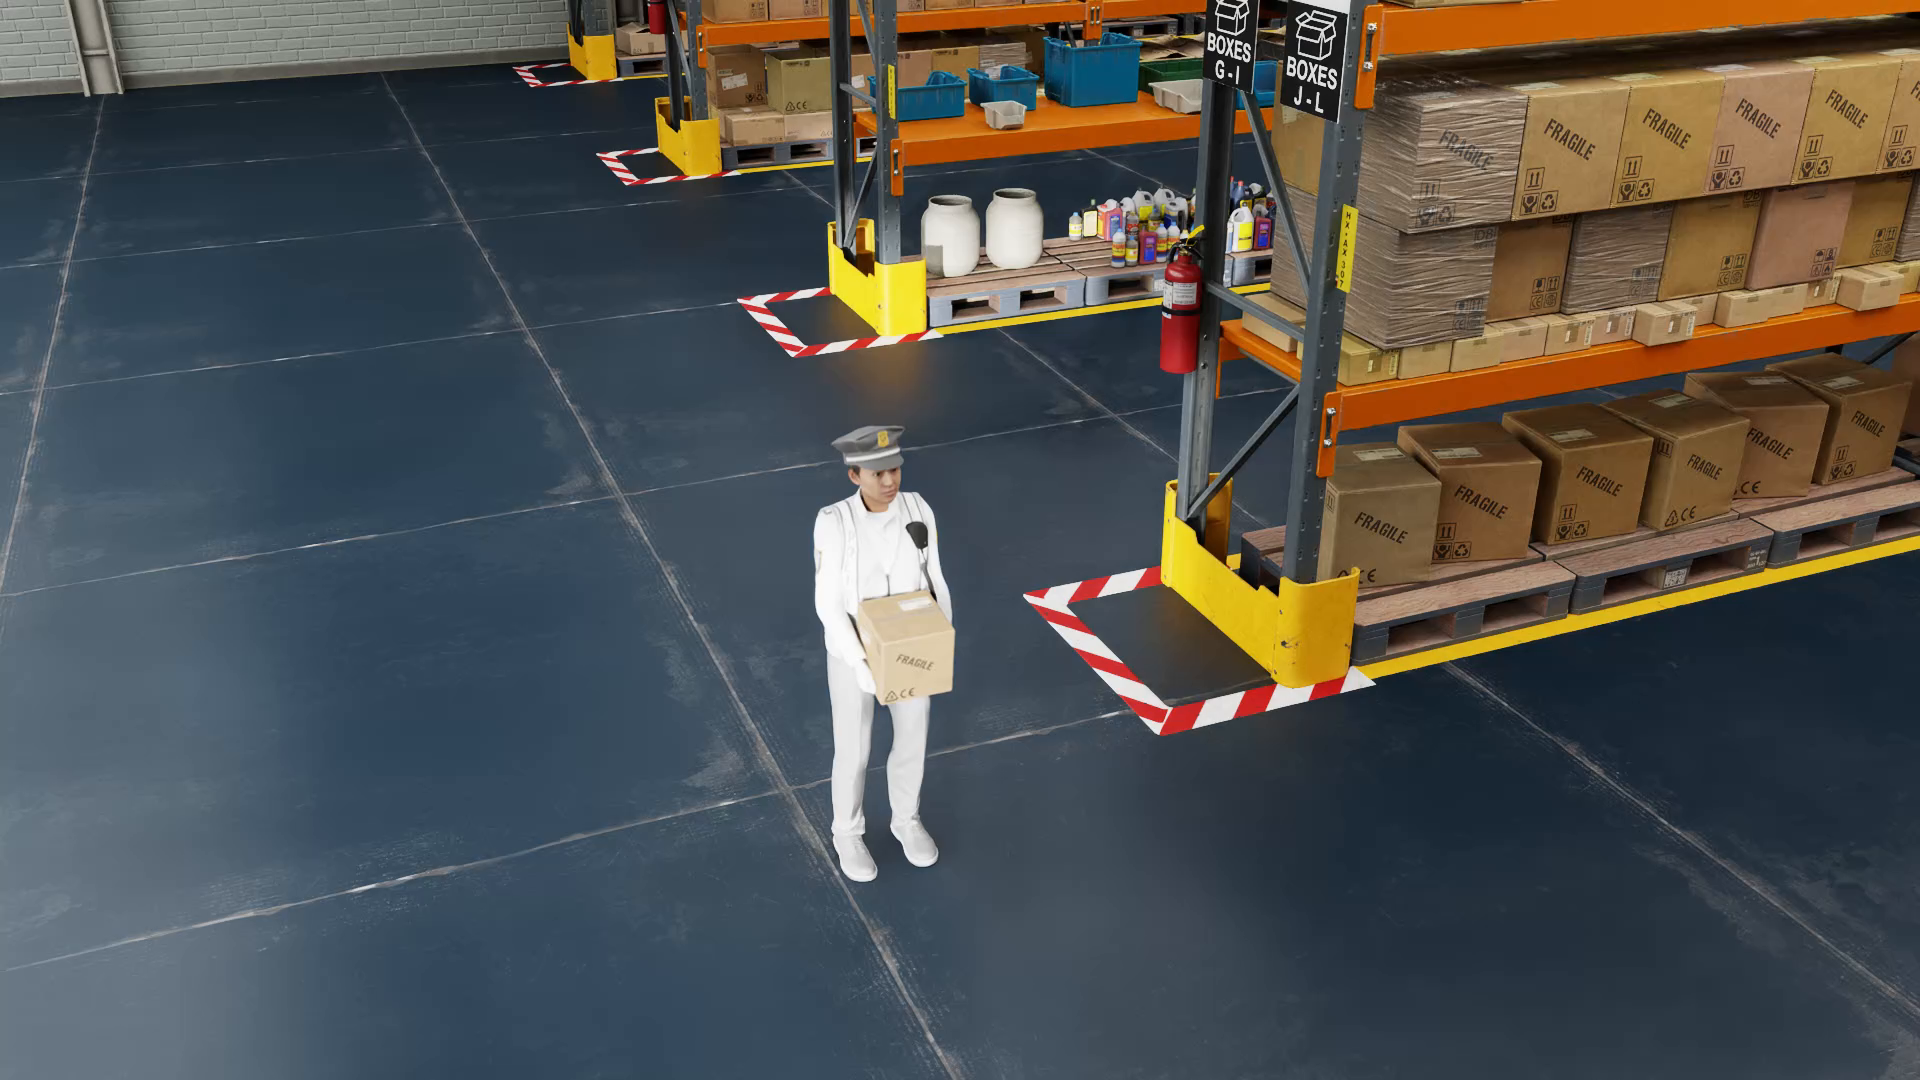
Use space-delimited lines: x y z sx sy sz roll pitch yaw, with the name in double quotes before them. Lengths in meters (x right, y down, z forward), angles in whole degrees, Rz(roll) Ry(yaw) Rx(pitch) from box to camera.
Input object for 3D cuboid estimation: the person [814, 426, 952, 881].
"person" -0.255 0.421 5.729 0.459 1.689 0.547 -10 28 -20
